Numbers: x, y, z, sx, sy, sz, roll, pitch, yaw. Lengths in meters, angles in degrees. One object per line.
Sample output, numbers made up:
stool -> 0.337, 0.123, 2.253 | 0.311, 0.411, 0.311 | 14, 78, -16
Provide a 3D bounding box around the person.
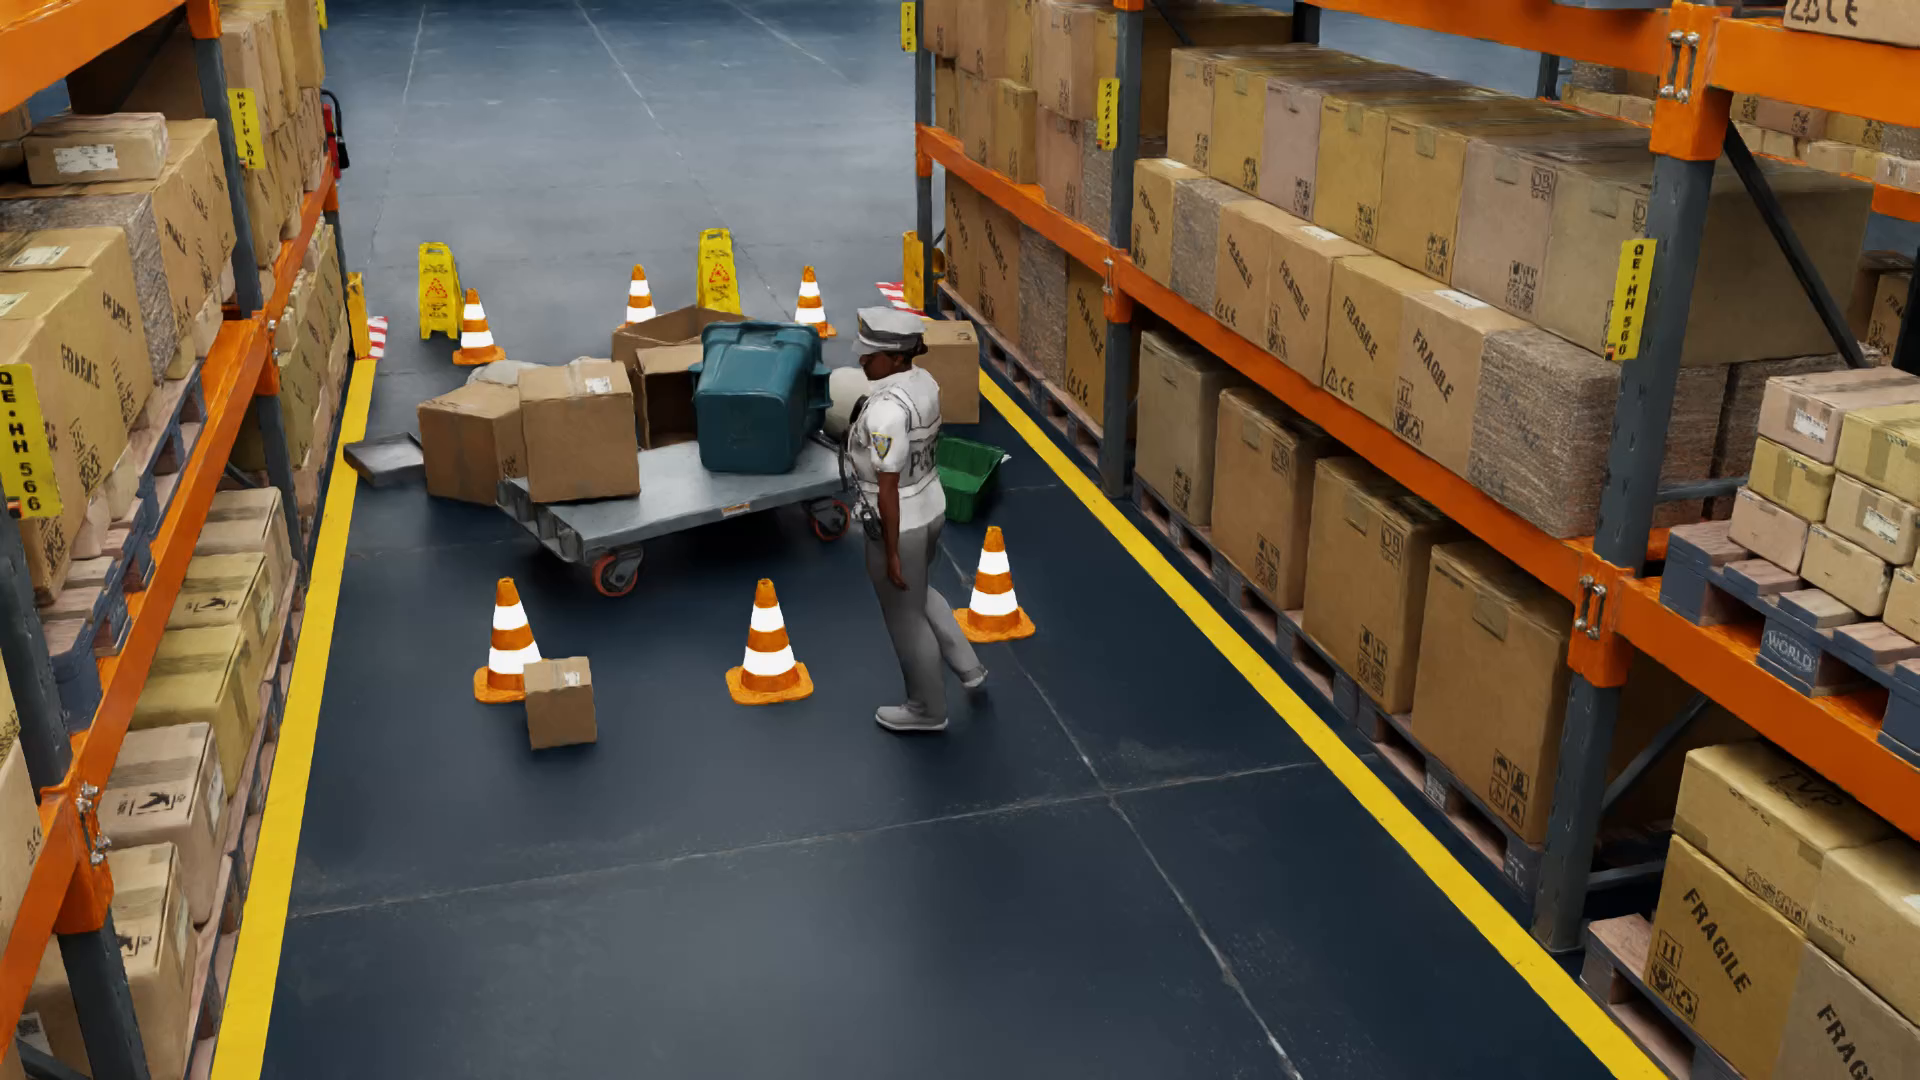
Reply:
person -> -0.150, -0.071, 6.220 | 0.450, 1.656, 0.637 | 9, 25, 20
